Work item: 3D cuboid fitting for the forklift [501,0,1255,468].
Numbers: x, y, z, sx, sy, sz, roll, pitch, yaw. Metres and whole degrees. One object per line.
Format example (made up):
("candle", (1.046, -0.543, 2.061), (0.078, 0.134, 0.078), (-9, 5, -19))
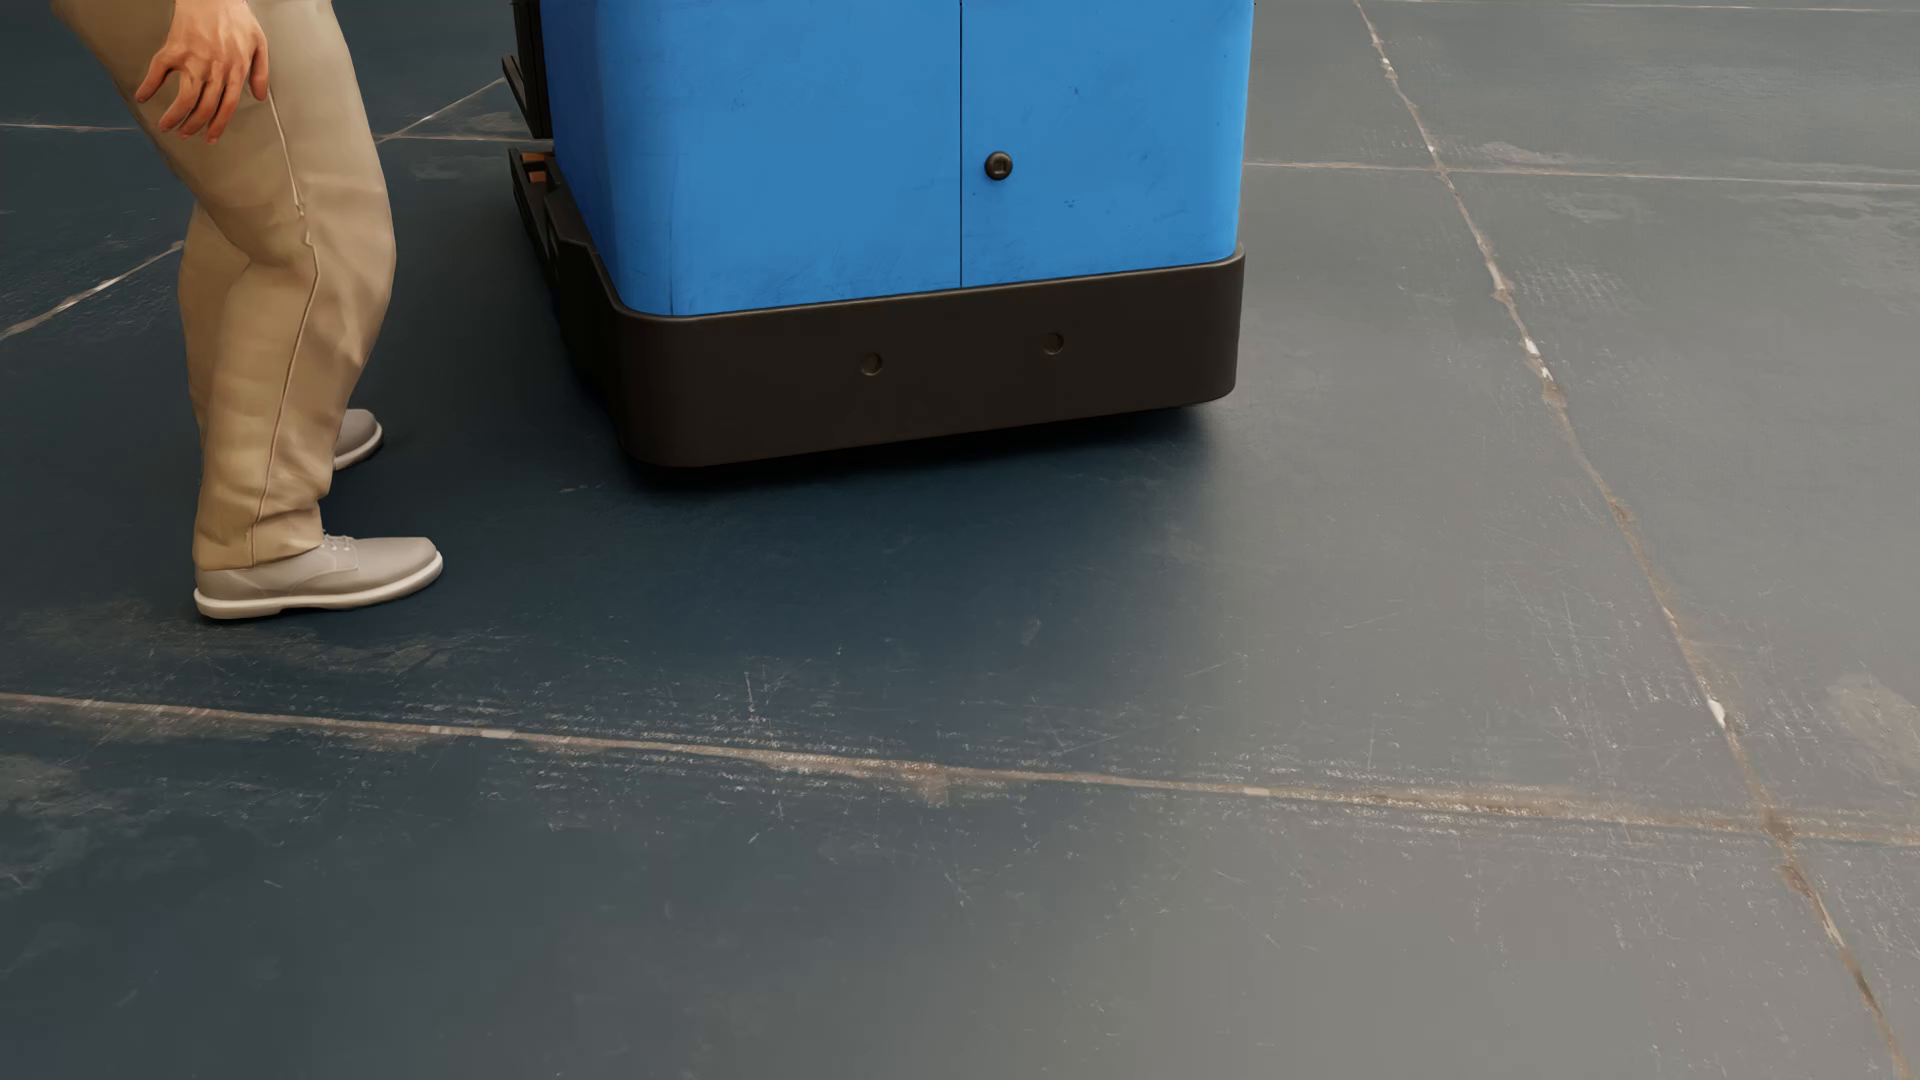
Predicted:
("forklift", (-0.466, -2.060, 3.347), (1.130, 2.935, 3.031), (-8, 28, -16))

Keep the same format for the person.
("person", (-0.950, -0.745, 2.093), (0.389, 1.702, 0.831), (-16, 31, -29))
